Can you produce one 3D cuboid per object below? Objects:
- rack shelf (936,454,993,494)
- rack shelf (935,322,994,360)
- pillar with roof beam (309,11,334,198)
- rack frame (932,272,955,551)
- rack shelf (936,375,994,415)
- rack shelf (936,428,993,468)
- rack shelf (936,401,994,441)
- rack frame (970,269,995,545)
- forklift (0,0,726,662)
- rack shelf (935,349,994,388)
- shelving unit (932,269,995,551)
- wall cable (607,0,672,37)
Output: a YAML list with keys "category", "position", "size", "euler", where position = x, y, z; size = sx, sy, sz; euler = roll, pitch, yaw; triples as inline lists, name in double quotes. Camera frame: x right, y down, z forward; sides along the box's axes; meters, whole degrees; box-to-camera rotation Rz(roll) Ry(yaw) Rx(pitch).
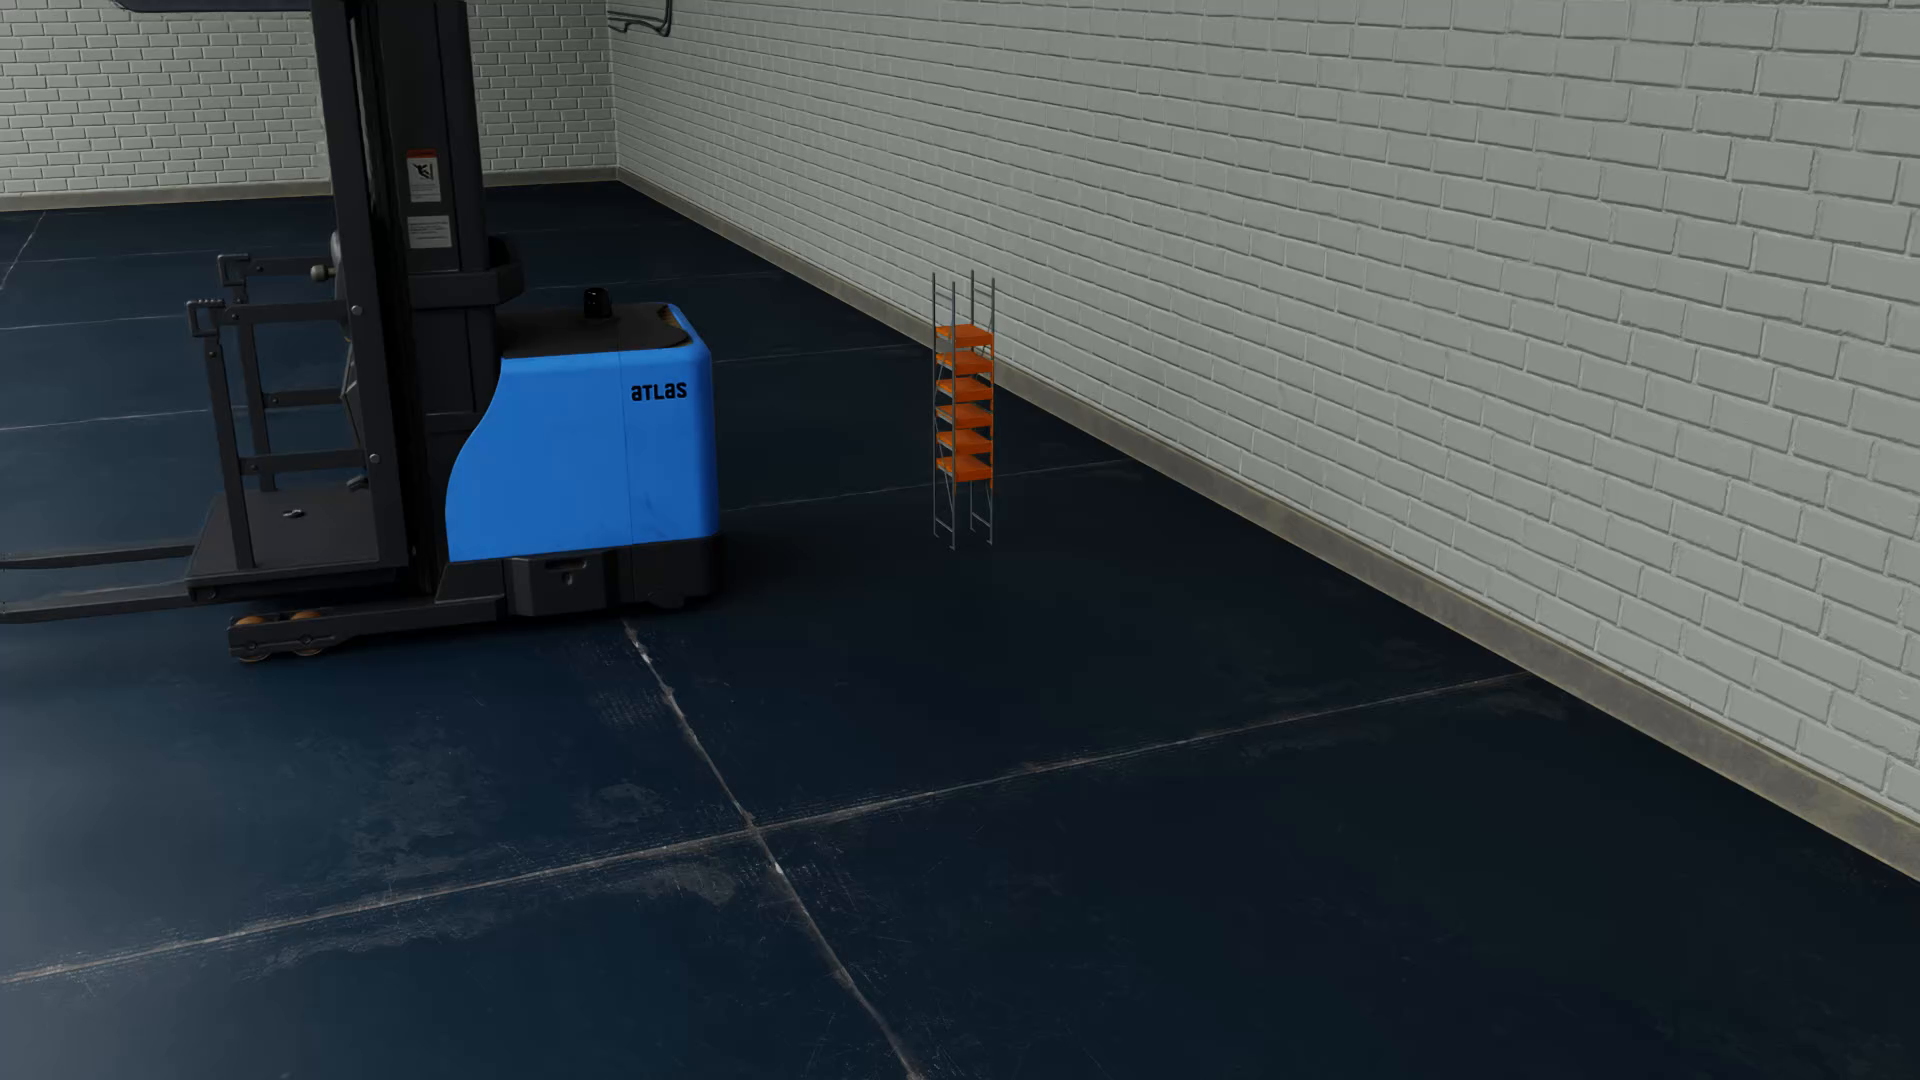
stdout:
- category: "rack shelf"
  position: [0.013, -0.300, 7.423]
  size: [0.180, 0.103, 0.258]
  euler: [-8, 21, -22]
- category: "rack shelf"
  position: [0.013, -0.866, 7.223]
  size: [0.180, 0.103, 0.258]
  euler: [-8, 21, -22]
- category: "pillar with roof beam"
  position: [-4.987, -6.726, 13.075]
  size: [0.400, 9.000, 9.100]
  euler: [-8, 21, -22]
- category: "rack frame"
  position: [-0.071, -0.556, 7.294]
  size: [0.006, 1.200, 0.240]
  euler: [-8, 21, -22]
- category: "rack shelf"
  position: [0.013, -0.639, 7.303]
  size: [0.180, 0.103, 0.258]
  euler: [-8, 21, -22]
- category: "rack shelf"
  position: [0.013, -0.413, 7.383]
  size: [0.180, 0.103, 0.258]
  euler: [-8, 21, -22]
- category: "rack shelf"
  position: [0.013, -0.526, 7.343]
  size: [0.180, 0.103, 0.258]
  euler: [-8, 21, -22]
- category: "rack frame"
  position: [0.097, -0.580, 7.362]
  size: [0.006, 1.200, 0.240]
  euler: [-8, 21, -22]
- category: "forklift"
  position: [-2.528, -1.122, 6.294]
  size: [3.031, 2.935, 1.130]
  euler: [-6, 20, -16]
- category: "rack shelf"
  position: [0.013, -0.752, 7.263]
  size: [0.180, 0.103, 0.258]
  euler: [-8, 21, -22]
- category: "shelving unit"
  position: [0.013, -0.568, 7.328]
  size: [0.189, 1.200, 0.258]
  euler: [-8, 21, -22]
- category: "wall cable"
  position: [-3.464, -6.559, 17.275]
  size: [0.112, 2.526, 3.097]
  euler: [-8, 21, -22]
